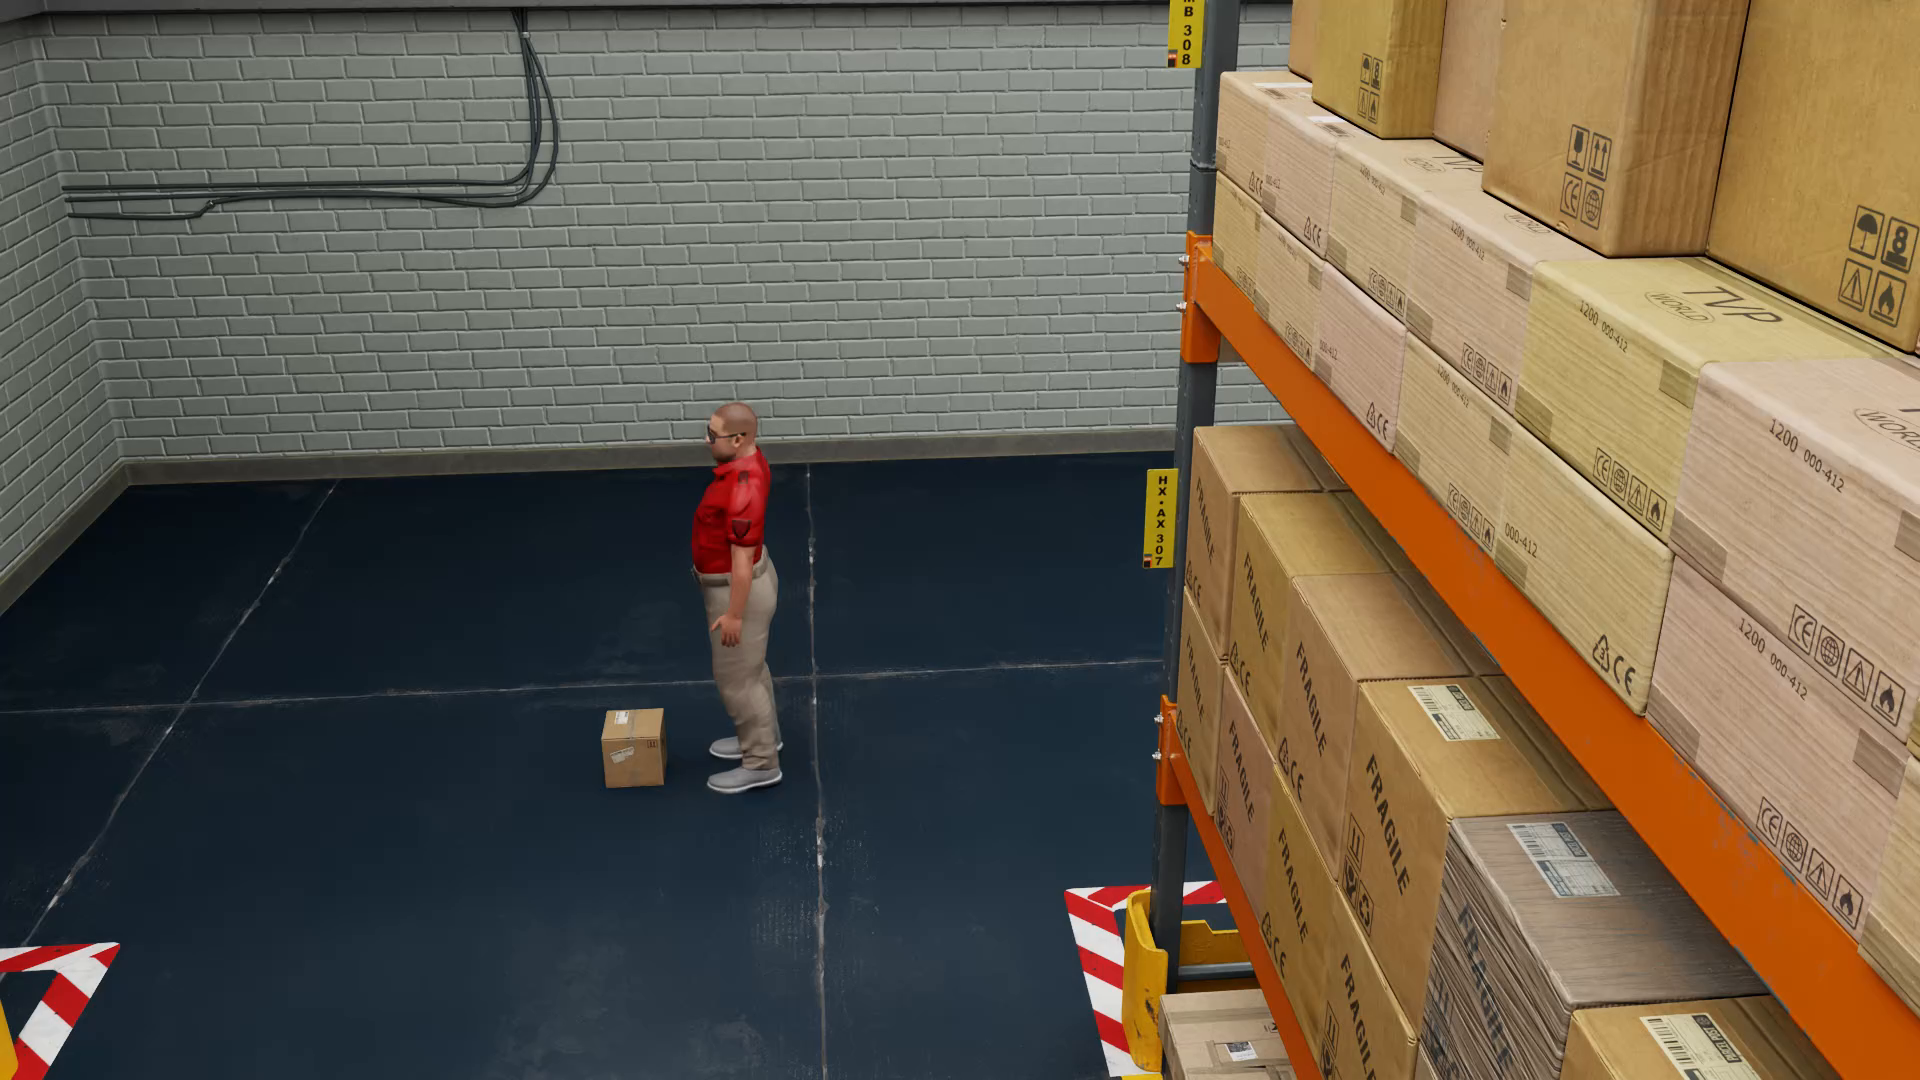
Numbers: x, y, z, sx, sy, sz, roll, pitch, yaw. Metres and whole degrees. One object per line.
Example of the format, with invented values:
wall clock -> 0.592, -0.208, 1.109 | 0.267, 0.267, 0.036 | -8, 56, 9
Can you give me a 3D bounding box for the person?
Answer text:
person -> -0.959, 0.239, 7.087 | 0.360, 1.729, 0.527 | -2, 24, -4
